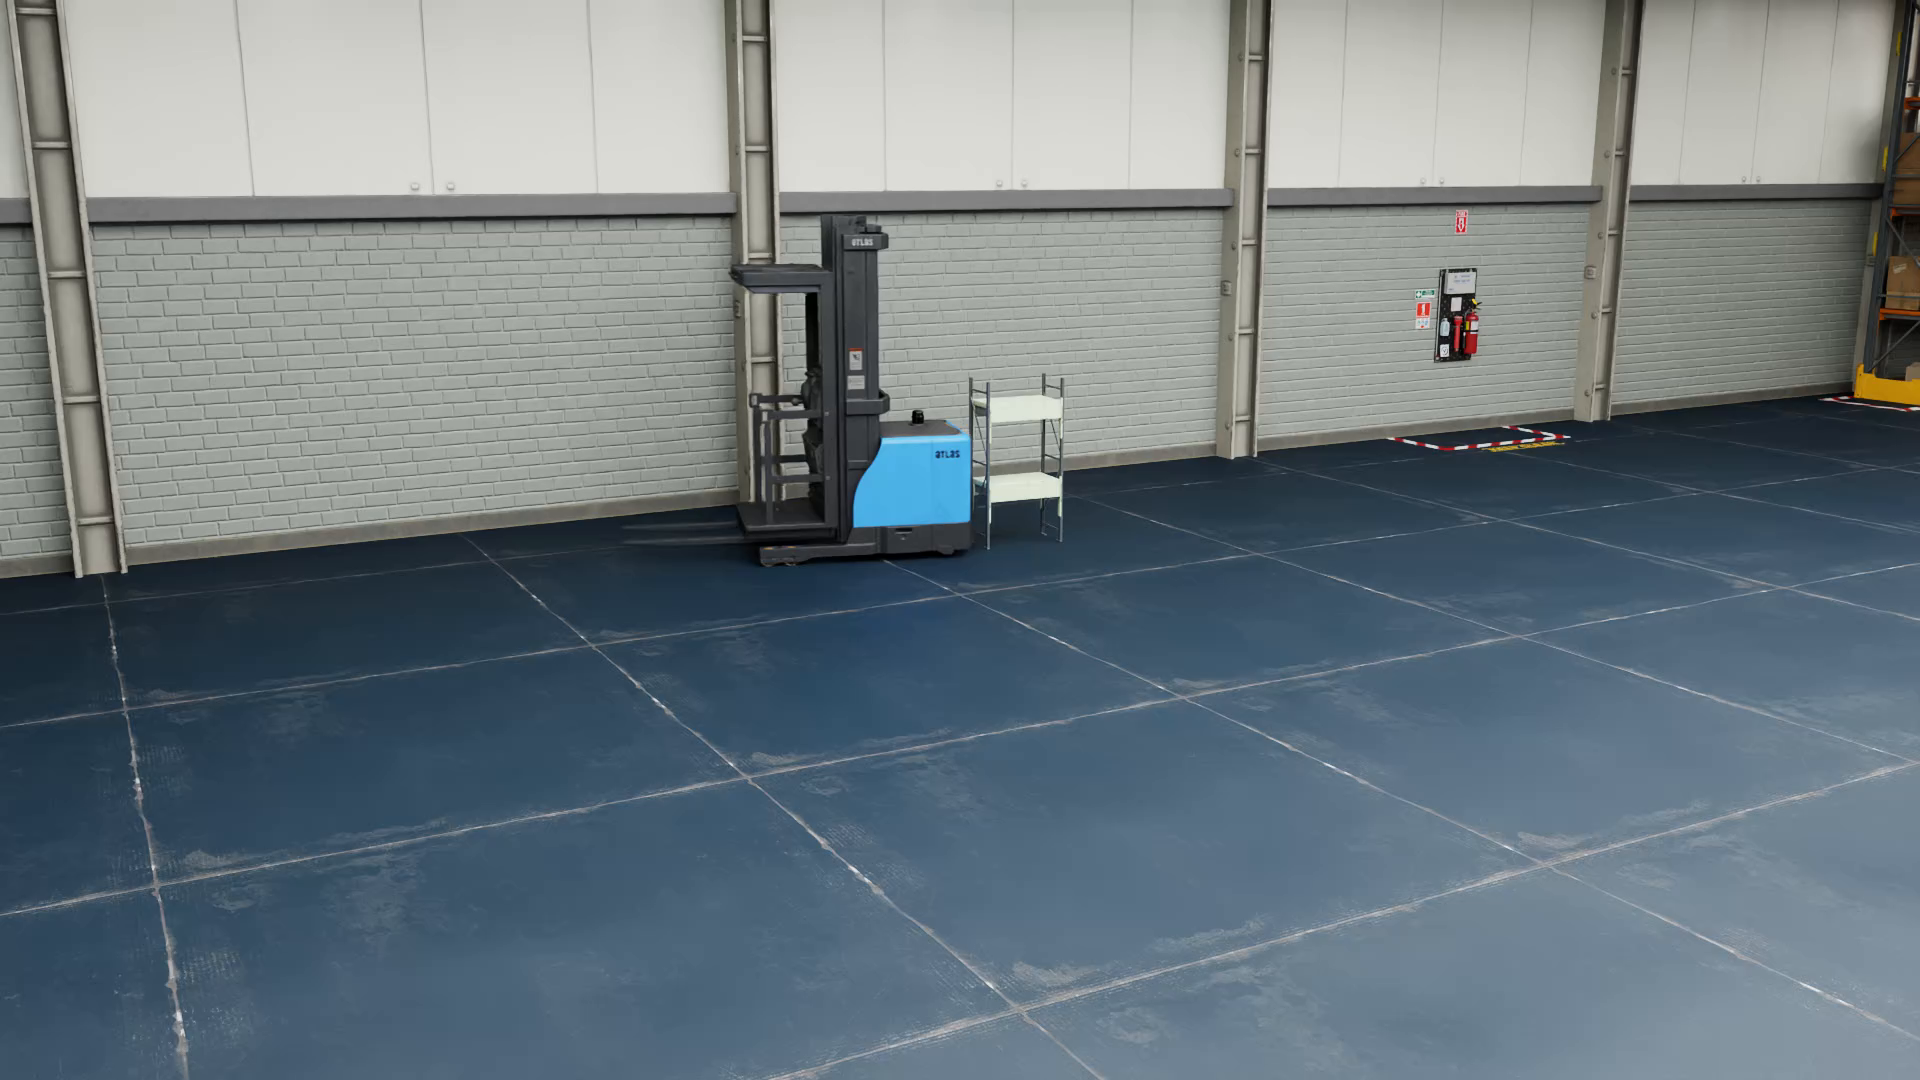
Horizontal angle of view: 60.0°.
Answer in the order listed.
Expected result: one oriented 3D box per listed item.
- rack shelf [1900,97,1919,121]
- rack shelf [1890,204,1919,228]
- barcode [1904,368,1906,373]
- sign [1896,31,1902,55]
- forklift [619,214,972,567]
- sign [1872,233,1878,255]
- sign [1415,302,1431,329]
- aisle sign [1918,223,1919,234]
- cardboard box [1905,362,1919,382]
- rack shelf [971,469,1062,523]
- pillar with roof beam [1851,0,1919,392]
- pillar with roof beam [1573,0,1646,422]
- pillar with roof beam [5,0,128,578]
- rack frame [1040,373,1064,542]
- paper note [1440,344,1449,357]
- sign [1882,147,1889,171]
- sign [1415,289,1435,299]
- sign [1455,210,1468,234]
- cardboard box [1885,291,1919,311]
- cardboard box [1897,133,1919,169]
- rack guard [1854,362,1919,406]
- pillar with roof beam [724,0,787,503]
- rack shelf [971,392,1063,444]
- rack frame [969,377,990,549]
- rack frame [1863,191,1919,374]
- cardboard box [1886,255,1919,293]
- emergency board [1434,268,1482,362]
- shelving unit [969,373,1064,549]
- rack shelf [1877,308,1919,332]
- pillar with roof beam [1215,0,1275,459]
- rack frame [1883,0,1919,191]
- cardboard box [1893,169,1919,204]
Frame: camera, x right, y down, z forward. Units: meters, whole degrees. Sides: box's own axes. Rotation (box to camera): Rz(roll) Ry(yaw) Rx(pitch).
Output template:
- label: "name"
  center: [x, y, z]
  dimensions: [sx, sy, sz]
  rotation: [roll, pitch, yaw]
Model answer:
- label: "rack shelf"
  center: [15.354, -6.267, 24.248]
  dimensions: [4.000, 0.370, 1.077]
  rotation: [-7, 14, -28]
- label: "rack shelf"
  center: [15.354, -4.805, 24.577]
  dimensions: [4.000, 0.370, 1.077]
  rotation: [-7, 14, -28]
- label: "barcode"
  center: [14.073, -2.524, 24.735]
  dimensions: [0.075, 0.075, 0.001]
  rotation: [-7, 14, -28]
- label: "sign"
  center: [13.350, -7.051, 23.598]
  dimensions: [0.005, 0.325, 0.100]
  rotation: [-7, 14, -28]
- label: "forklift"
  center: [-1.466, -1.324, 14.459]
  dimensions: [3.031, 2.935, 1.130]
  rotation: [-3, 13, -12]
- label: "sign"
  center: [13.350, -4.311, 24.215]
  dimensions: [0.005, 0.325, 0.100]
  rotation: [-7, 14, -28]
- label: "sign"
  center: [5.810, -2.818, 20.859]
  dimensions: [0.234, 0.329, 0.001]
  rotation: [-7, 14, -28]
- label: "aisle sign"
  center: [13.679, -4.685, 23.316]
  dimensions: [0.004, 0.787, 0.394]
  rotation: [-7, 14, -28]
- label: "cardboard box"
  center: [14.249, -2.441, 24.385]
  dimensions: [0.500, 0.311, 0.500]
  rotation: [-9, 15, -34]
- label: "rack shelf"
  center: [0.507, -0.403, 15.110]
  dimensions: [0.720, 0.370, 0.431]
  rotation: [-6, 14, -24]
- label: "pillar with roof beam"
  center: [15.861, -5.820, 20.615]
  dimensions: [0.400, 9.000, 9.100]
  rotation: [-7, 14, -28]
- label: "pillar with roof beam"
  center: [10.594, -5.189, 17.810]
  dimensions: [0.400, 9.000, 9.100]
  rotation: [-7, 14, -28]
- label: "pillar with roof beam"
  center: [-5.205, -3.295, 9.396]
  dimensions: [0.400, 9.000, 9.100]
  rotation: [-7, 14, -28]
- label: "rack frame"
  center: [0.841, -0.754, 15.185]
  dimensions: [0.023, 1.500, 0.400]
  rotation: [-6, 14, -24]
- label: "paper note"
  center: [6.156, -2.404, 21.106]
  dimensions: [0.142, 0.148, 0.016]
  rotation: [-7, 14, -28]
- label: "sign"
  center: [13.350, -5.487, 23.950]
  dimensions: [0.005, 0.325, 0.100]
  rotation: [-7, 14, -28]
- label: "sign"
  center: [5.818, -3.075, 20.795]
  dimensions: [0.331, 0.109, 0.001]
  rotation: [-7, 14, -28]
- label: "sign"
  center: [6.290, -3.988, 20.860]
  dimensions: [0.199, 0.298, 0.001]
  rotation: [-7, 14, -28]
- label: "cardboard box"
  center: [13.916, -3.506, 24.291]
  dimensions: [0.500, 0.250, 0.500]
  rotation: [-7, 14, -27]
- label: "cardboard box"
  center: [13.851, -5.588, 23.865]
  dimensions: [0.500, 0.500, 0.500]
  rotation: [-6, 14, -25]
- label: "rack guard"
  center: [13.665, -2.271, 24.202]
  dimensions: [0.348, 0.500, 1.175]
  rotation: [-7, 14, -28]
- label: "pillar with roof beam"
  center: [0.062, -3.926, 12.201]
  dimensions: [0.400, 9.000, 9.100]
  rotation: [-7, 14, -28]
- label: "rack shelf"
  center: [0.507, -1.102, 14.952]
  dimensions: [0.720, 0.370, 0.431]
  rotation: [-6, 14, -24]
- label: "rack frame"
  center: [0.173, -0.688, 14.892]
  dimensions: [0.023, 1.500, 0.400]
  rotation: [-6, 14, -24]
- label: "rack frame"
  center: [13.598, -3.482, 23.892]
  dimensions: [0.127, 3.000, 1.000]
  rotation: [-7, 14, -28]
- label: "cardboard box"
  center: [13.910, -3.875, 24.226]
  dimensions: [0.500, 0.500, 0.500]
  rotation: [-7, 14, -28]
- label: "emergency board"
  center: [6.344, -2.839, 21.033]
  dimensions: [0.643, 1.169, 0.194]
  rotation: [-7, 14, -28]
- label: "shelving unit"
  center: [0.507, -0.721, 15.038]
  dimensions: [0.755, 1.500, 0.431]
  rotation: [-6, 14, -24]
- label: "rack shelf"
  center: [15.354, -3.342, 24.906]
  dimensions: [4.000, 0.370, 1.077]
  rotation: [-7, 14, -28]
- label: "pillar with roof beam"
  center: [5.328, -4.557, 15.005]
  dimensions: [0.400, 9.000, 9.100]
  rotation: [-7, 14, -28]
- label: "rack frame"
  center: [13.598, -6.409, 23.233]
  dimensions: [0.127, 3.000, 1.000]
  rotation: [-7, 14, -28]
- label: "cardboard box"
  center: [13.843, -5.097, 23.961]
  dimensions: [0.500, 0.500, 0.500]
  rotation: [-6, 14, -24]
